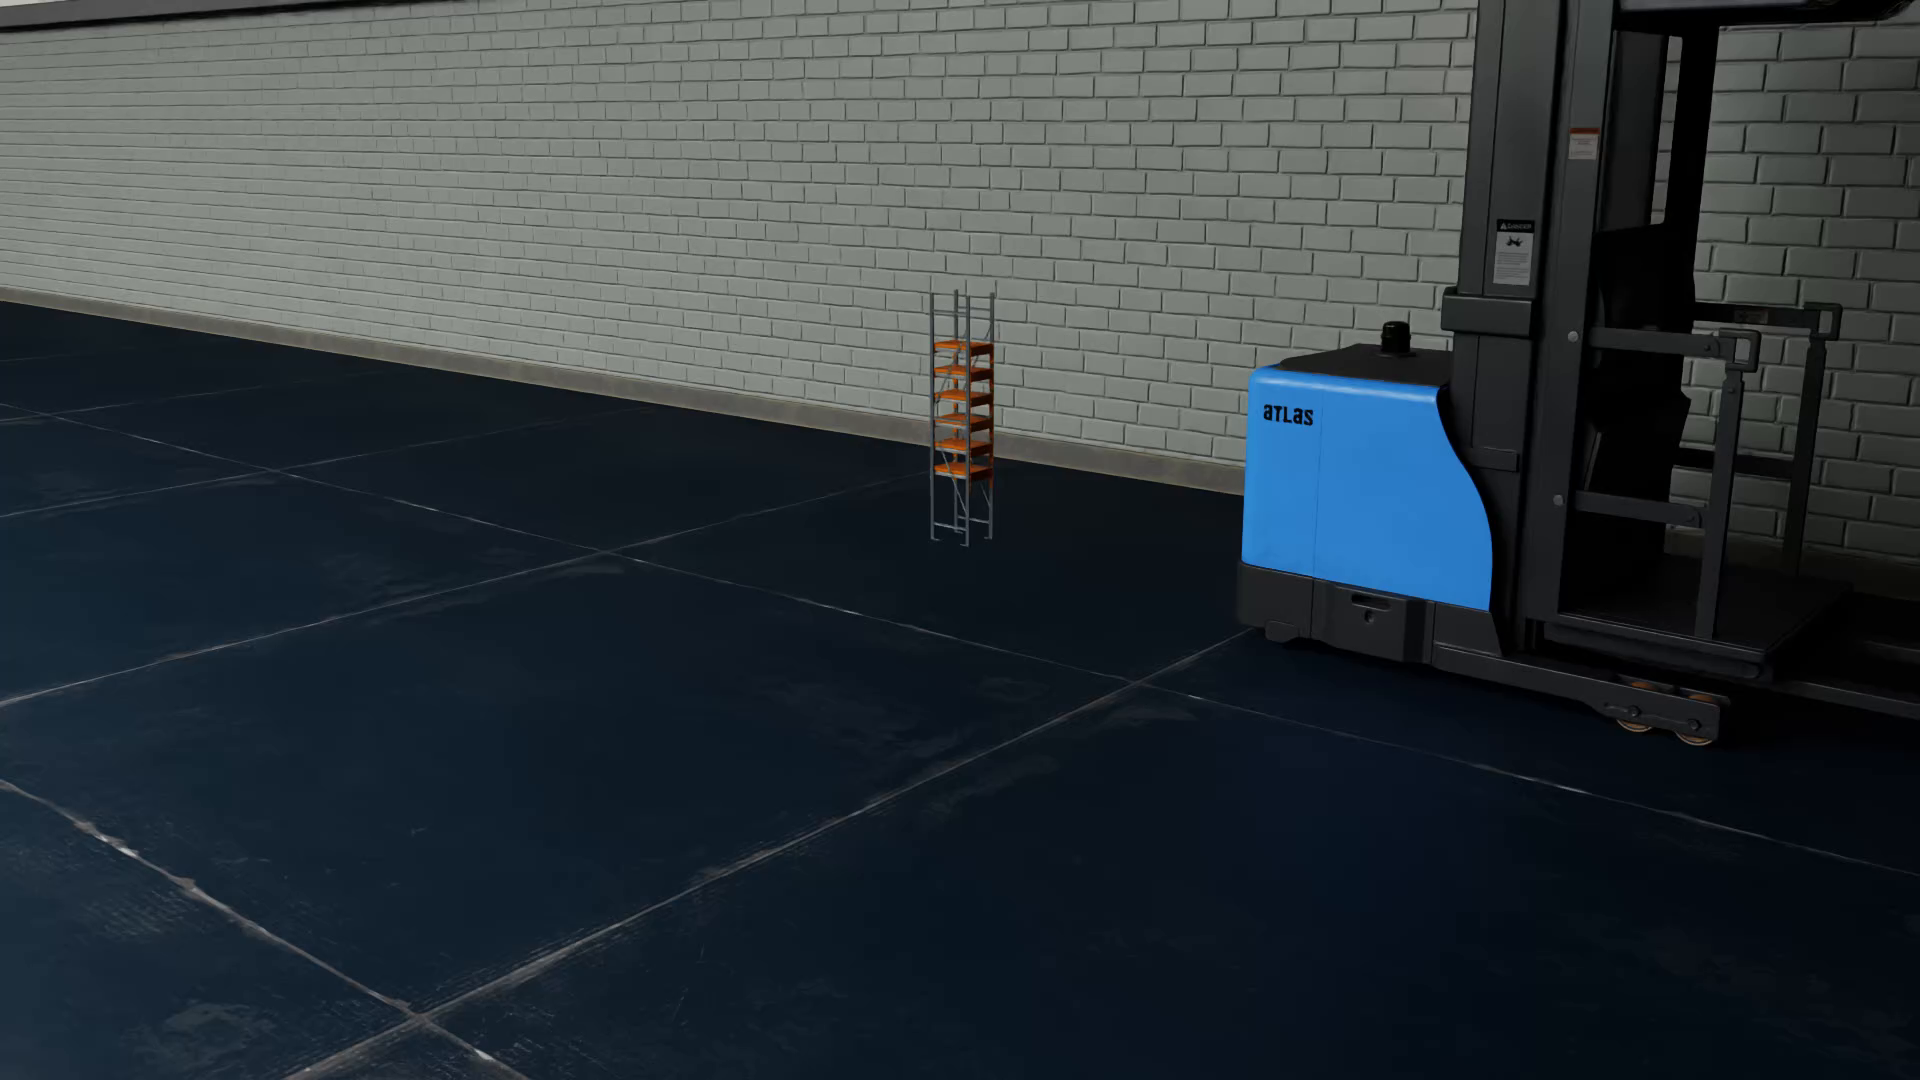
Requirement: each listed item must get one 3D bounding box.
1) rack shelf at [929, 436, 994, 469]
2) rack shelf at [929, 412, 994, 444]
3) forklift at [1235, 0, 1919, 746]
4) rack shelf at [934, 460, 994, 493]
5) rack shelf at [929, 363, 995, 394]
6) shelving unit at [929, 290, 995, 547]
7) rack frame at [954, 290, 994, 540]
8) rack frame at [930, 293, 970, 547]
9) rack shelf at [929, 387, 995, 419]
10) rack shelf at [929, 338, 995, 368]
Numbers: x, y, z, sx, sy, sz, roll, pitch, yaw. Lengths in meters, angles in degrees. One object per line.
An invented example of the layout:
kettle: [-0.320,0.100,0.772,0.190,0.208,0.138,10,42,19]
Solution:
rack shelf: [0.009,-0.425,8.027,0.258,0.103,0.180,11,18,38]
rack shelf: [0.009,-0.541,7.997,0.258,0.103,0.180,11,18,38]
forklift: [2.542,-0.891,5.676,3.031,2.935,1.130,12,18,39]
rack shelf: [0.009,-0.309,8.056,0.258,0.103,0.180,11,18,38]
rack shelf: [0.009,-0.774,7.938,0.258,0.103,0.180,11,18,38]
shelving unit: [0.009,-0.584,7.986,0.258,1.200,0.189,11,18,38]
rack frame: [0.067,-0.602,8.055,0.240,1.200,0.006,11,18,38]
rack frame: [-0.048,-0.567,7.917,0.240,1.200,0.006,11,18,38]
rack shelf: [0.009,-0.658,7.967,0.258,0.103,0.180,11,18,38]
rack shelf: [0.009,-0.890,7.908,0.258,0.103,0.180,11,18,38]
